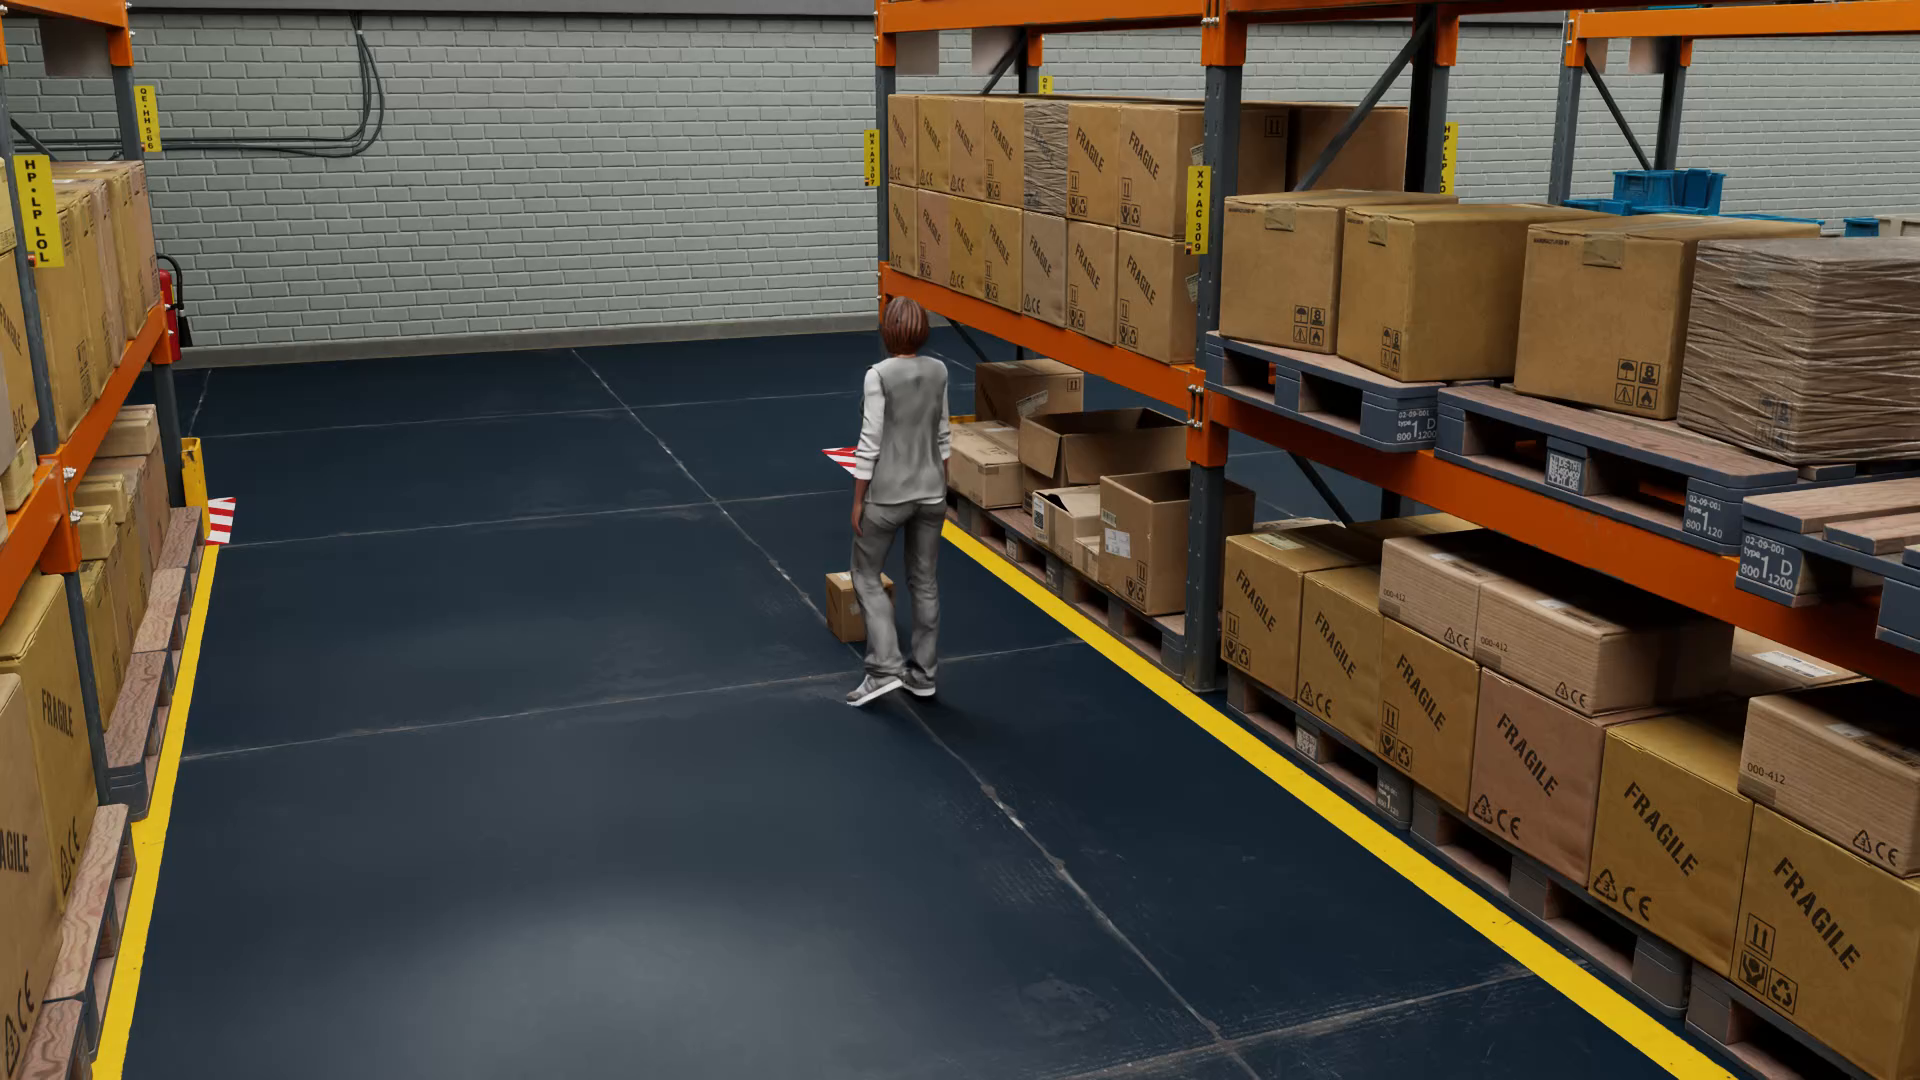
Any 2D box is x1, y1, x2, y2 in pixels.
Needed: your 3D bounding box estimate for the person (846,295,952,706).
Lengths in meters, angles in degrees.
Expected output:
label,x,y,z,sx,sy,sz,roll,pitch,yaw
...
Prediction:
label,x,y,z,sx,sy,sz,roll,pitch,yaw
person,-0.231,-0.140,6.532,0.474,1.626,0.322,-10,19,-31
